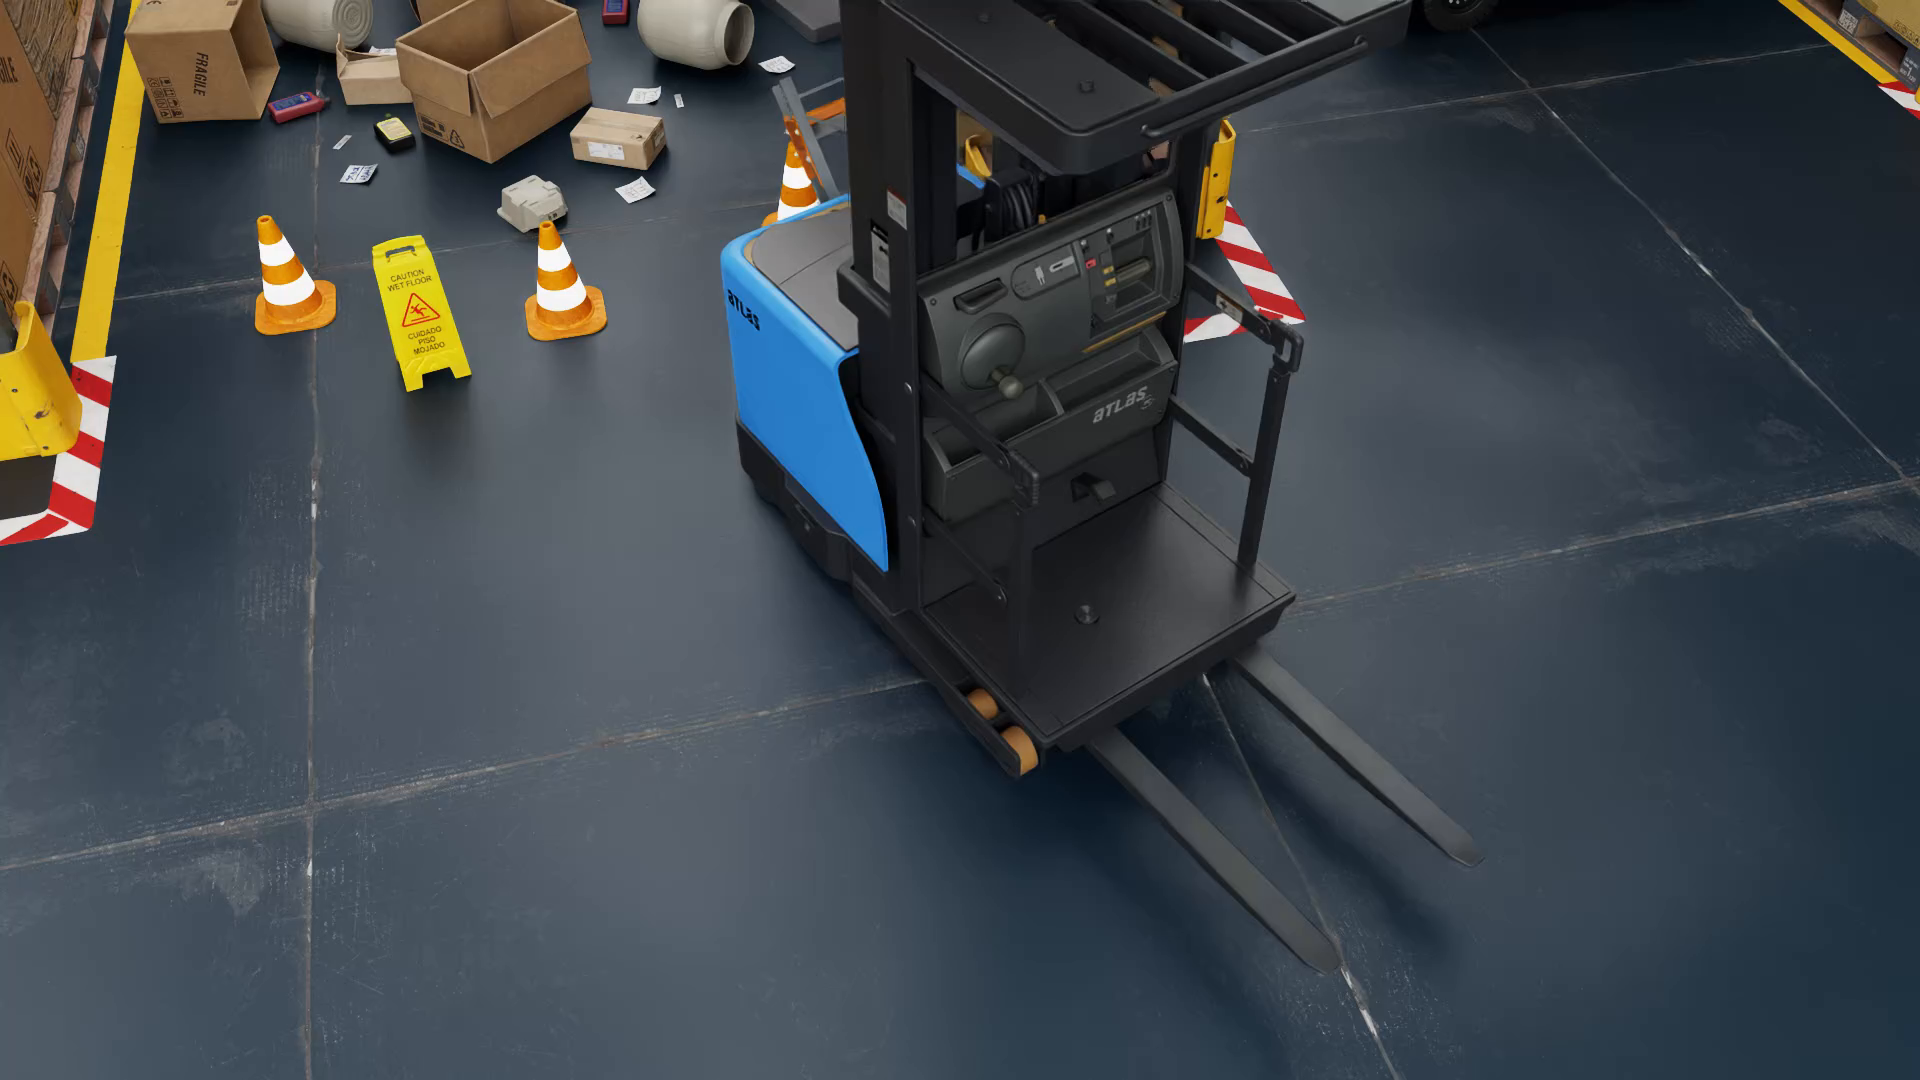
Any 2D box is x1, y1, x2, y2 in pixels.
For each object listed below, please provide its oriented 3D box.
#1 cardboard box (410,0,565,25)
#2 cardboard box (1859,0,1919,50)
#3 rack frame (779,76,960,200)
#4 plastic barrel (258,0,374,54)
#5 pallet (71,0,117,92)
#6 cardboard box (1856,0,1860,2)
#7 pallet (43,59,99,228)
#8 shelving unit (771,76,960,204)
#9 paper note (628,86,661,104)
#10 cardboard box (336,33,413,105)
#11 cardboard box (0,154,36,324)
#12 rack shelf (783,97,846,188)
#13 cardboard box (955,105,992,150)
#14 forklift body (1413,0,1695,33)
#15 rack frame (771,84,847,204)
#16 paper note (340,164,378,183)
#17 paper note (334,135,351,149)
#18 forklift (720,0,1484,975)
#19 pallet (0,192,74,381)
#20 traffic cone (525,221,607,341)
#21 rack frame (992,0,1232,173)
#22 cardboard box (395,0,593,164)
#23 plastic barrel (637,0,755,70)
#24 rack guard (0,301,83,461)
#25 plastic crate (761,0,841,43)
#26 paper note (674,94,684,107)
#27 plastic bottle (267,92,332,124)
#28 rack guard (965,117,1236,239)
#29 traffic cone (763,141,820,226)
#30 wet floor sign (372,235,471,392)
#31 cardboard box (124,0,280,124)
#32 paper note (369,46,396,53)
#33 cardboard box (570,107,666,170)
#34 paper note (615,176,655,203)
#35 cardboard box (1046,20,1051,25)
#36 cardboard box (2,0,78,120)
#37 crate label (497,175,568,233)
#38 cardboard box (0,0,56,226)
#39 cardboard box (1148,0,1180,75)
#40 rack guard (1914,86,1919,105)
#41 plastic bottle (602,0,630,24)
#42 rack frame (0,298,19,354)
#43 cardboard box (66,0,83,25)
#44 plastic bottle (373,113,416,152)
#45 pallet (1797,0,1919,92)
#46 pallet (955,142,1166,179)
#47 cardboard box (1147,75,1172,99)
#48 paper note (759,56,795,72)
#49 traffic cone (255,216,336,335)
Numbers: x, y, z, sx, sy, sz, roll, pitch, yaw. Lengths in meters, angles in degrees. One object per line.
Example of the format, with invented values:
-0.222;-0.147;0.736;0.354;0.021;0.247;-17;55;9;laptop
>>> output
-2.509;-2.974;8.717;0.797;0.637;0.503;-11;47;-10;cardboard box
5.007;-2.767;8.493;0.500;0.250;0.500;-10;46;-10;cardboard box
-0.216;-1.266;6.193;0.500;1.125;0.032;-23;16;-2;rack frame
-3.375;-2.788;8.686;0.512;0.421;0.421;19;48;17;plastic barrel
-5.029;-2.678;8.726;1.003;0.211;1.213;-11;47;-10;pallet
4.888;-3.113;8.831;0.500;0.250;0.500;-11;47;-10;cardboard box
-4.713;-1.834;7.899;1.003;0.211;1.213;-11;47;-10;pallet
-0.286;-1.386;6.682;0.538;1.125;1.048;-23;16;-2;shelving unit
-1.604;-2.265;8.457;0.148;0.019;0.142;4;46;4;paper note
-2.928;-2.386;8.402;0.396;0.266;0.258;-3;46;-3;cardboard box
-4.362;-1.291;6.608;0.875;0.875;0.875;-10;47;-10;cardboard box
-0.395;-1.646;6.602;0.538;0.278;1.000;-23;16;-2;rack shelf
0.162;-2.116;7.855;0.500;0.250;0.500;-11;47;-11;cardboard box
3.183;-3.995;8.659;2.313;2.155;1.214;-11;47;-10;forklift body
-0.356;-1.507;7.171;0.500;1.125;0.032;-23;16;-2;rack frame
-2.874;-1.756;7.950;0.144;0.017;0.142;4;46;4;paper note
-3.030;-1.952;8.156;0.032;0.001;0.123;11;47;11;paper note
0.421;-0.649;4.834;1.130;2.935;3.031;-27;52;-24;forklift
-4.405;-0.993;7.075;1.003;0.211;1.213;-11;47;-10;pallet
-1.708;-1.141;7.045;0.336;0.463;0.334;-11;47;-10;traffic cone
0.635;-2.406;6.508;1.000;3.000;0.127;-11;47;-10;rack frame
-2.262;-2.282;8.134;0.637;0.503;0.797;27;51;24;cardboard box
-1.357;-2.654;8.554;0.512;0.421;0.421;19;48;17;plastic barrel
-4.118;-0.540;6.429;1.175;0.500;0.348;-11;47;-10;rack guard
-0.780;-2.912;9.048;0.402;0.080;0.583;-26;51;-24;plastic crate
-1.424;-2.226;8.425;0.032;0.001;0.123;-11;47;-10;paper note
-3.312;-2.182;8.345;0.283;0.061;0.133;-26;51;-24;plastic bottle
0.615;-1.584;7.452;1.175;0.500;0.348;-11;47;-10;rack guard
-0.722;-1.579;7.474;0.336;0.463;0.334;-11;47;-10;traffic cone
-2.203;-0.949;6.729;0.267;0.644;0.232;-18;48;-17;wet floor sign
-3.759;-2.435;8.284;0.500;0.500;0.500;-3;46;-3;cardboard box
-3.032;-2.548;8.731;0.172;0.023;0.155;4;46;4;paper note
-1.653;-1.943;8.050;0.380;0.149;0.250;11;47;11;cardboard box
-1.531;-1.656;7.851;0.148;0.019;0.142;-26;51;-24;paper note
0.178;-2.359;7.567;0.500;0.500;0.500;-10;46;-10;cardboard box
-4.820;-2.528;7.820;0.875;0.875;0.875;-10;46;-10;cardboard box
-1.969;-1.559;7.682;0.250;0.136;0.298;-35;55;-30;crate label
-4.589;-1.898;7.203;0.875;0.875;0.875;-11;47;-11;cardboard box
0.689;-2.477;7.683;0.500;0.500;0.500;-12;47;-12;cardboard box
5.438;-2.425;8.276;1.175;0.500;0.348;-11;47;-10;rack guard
-1.872;-2.905;9.054;0.133;0.061;0.283;-3;46;-3;plastic bottle
-4.124;-1.431;5.552;1.000;3.000;0.127;-11;47;-10;rack frame
-5.055;-3.149;8.430;0.875;0.875;0.875;-10;46;-10;cardboard box
-2.794;-2.009;8.176;0.133;0.061;0.283;-26;51;-24;plastic bottle
5.196;-2.861;8.906;1.003;0.211;1.213;-11;47;-10;pallet
0.442;-2.050;8.111;1.003;0.211;1.213;-11;47;-10;pallet
0.696;-2.198;7.935;0.500;0.250;0.500;-11;47;-11;cardboard box
-0.951;-2.478;8.658;0.142;0.019;0.148;-26;51;-24;paper note
-2.887;-1.170;7.072;0.336;0.463;0.334;-11;47;-10;traffic cone
